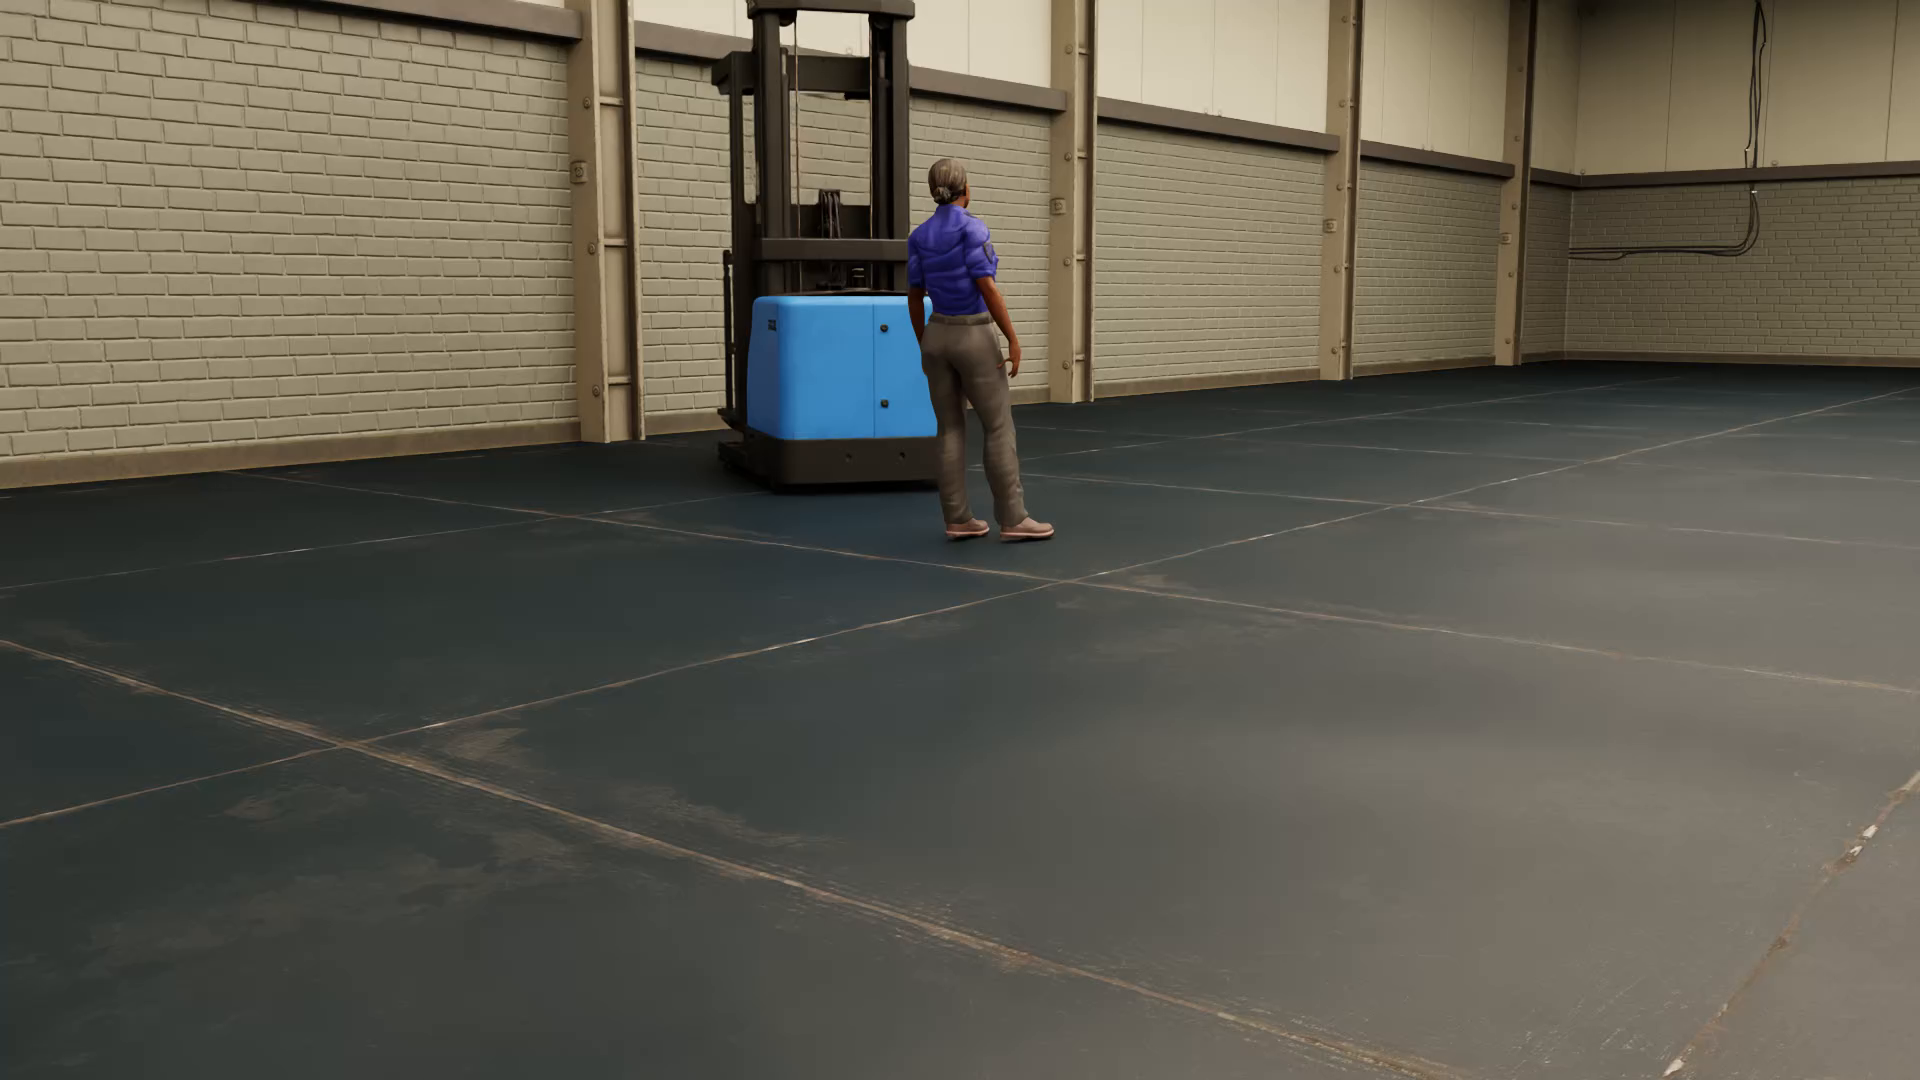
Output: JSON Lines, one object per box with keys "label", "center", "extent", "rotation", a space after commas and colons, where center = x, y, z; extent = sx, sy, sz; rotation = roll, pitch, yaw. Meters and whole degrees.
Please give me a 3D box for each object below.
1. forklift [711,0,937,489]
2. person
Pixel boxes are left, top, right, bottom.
{"label": "forklift", "center": [-0.914, -1.907, 10.314], "extent": [1.130, 2.935, 3.031], "rotation": [-3, 9, -17]}
{"label": "person", "center": [0.071, -0.834, 7.339], "extent": [0.569, 1.655, 0.504], "rotation": [7, 11, 38]}
